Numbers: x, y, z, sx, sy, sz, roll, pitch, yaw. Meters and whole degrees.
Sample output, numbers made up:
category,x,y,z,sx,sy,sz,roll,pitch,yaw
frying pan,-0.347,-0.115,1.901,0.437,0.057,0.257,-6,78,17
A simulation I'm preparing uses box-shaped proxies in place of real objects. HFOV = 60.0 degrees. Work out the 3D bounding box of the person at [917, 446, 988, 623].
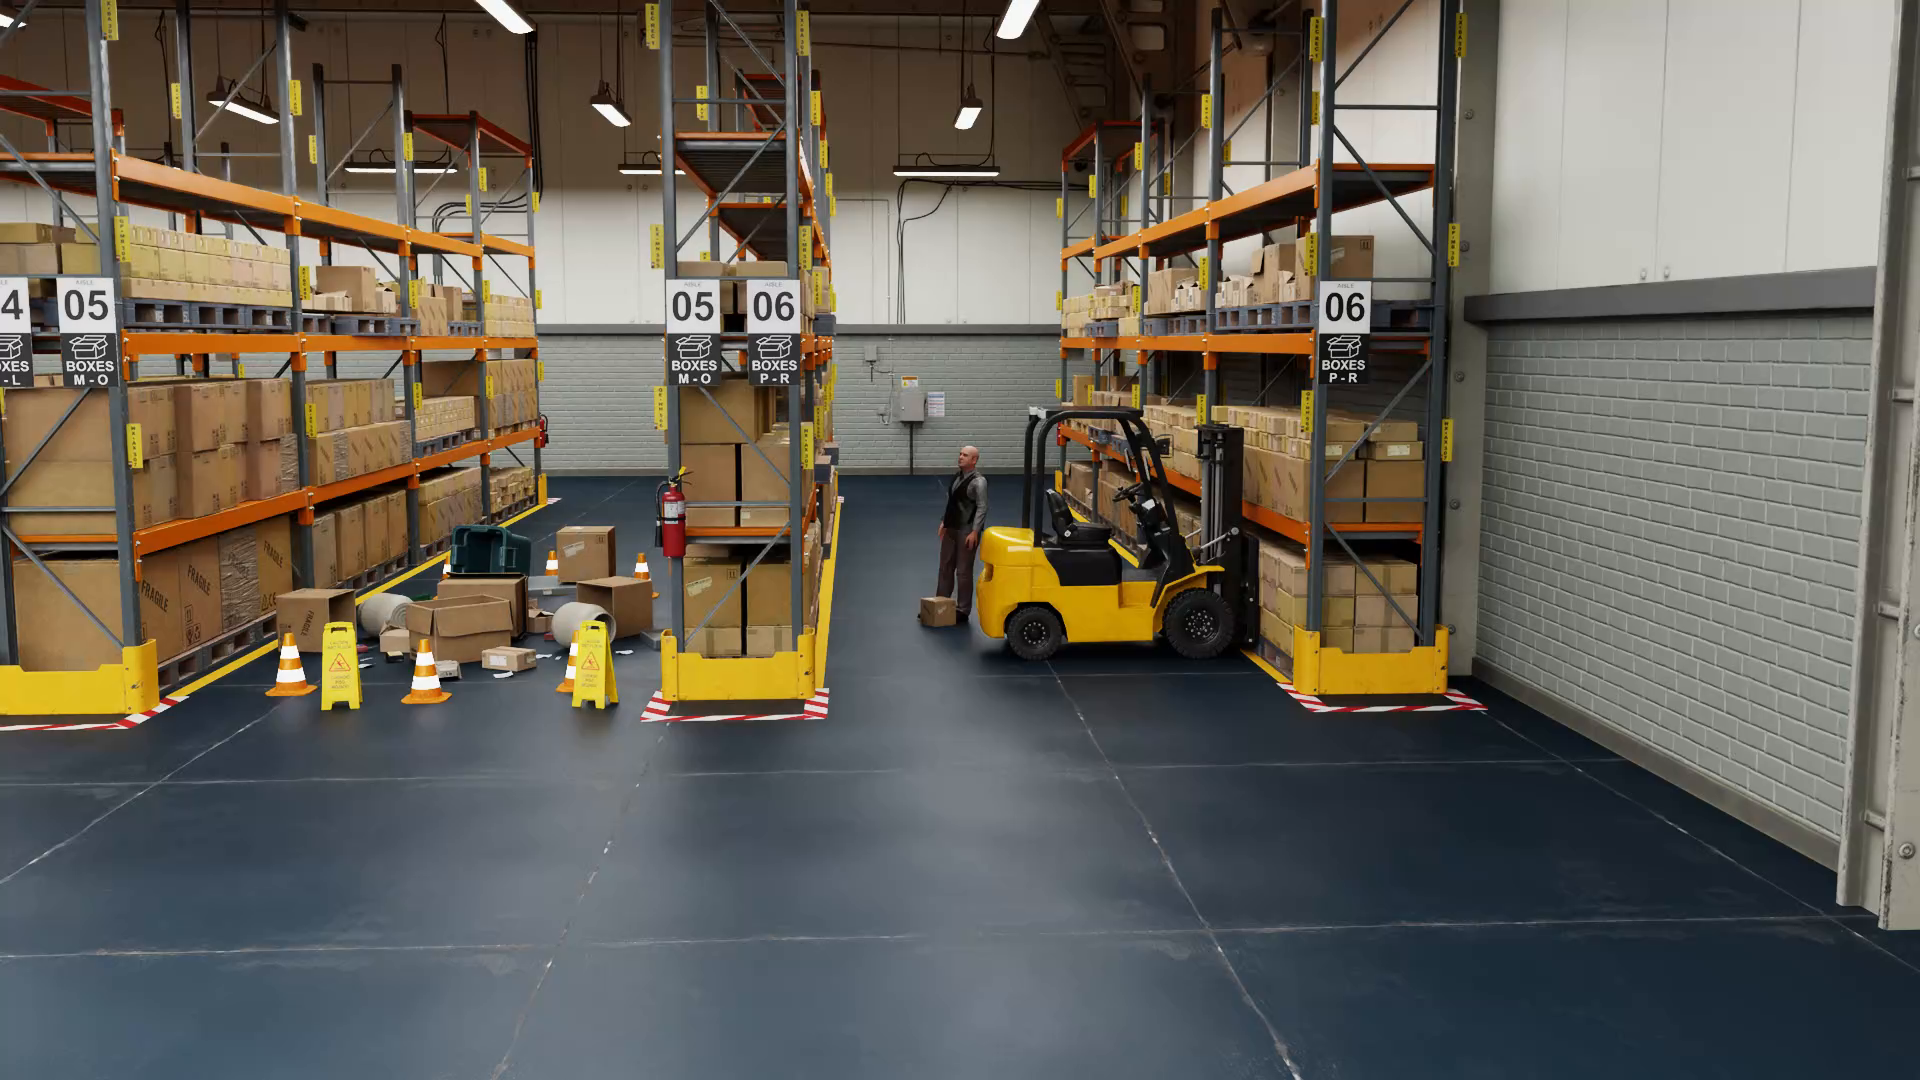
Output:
category,x,y,z,sx,sy,sz,roll,pitch,yaw
person,-0.039,-0.058,16.261,0.565,1.723,0.634,-4,8,-33
